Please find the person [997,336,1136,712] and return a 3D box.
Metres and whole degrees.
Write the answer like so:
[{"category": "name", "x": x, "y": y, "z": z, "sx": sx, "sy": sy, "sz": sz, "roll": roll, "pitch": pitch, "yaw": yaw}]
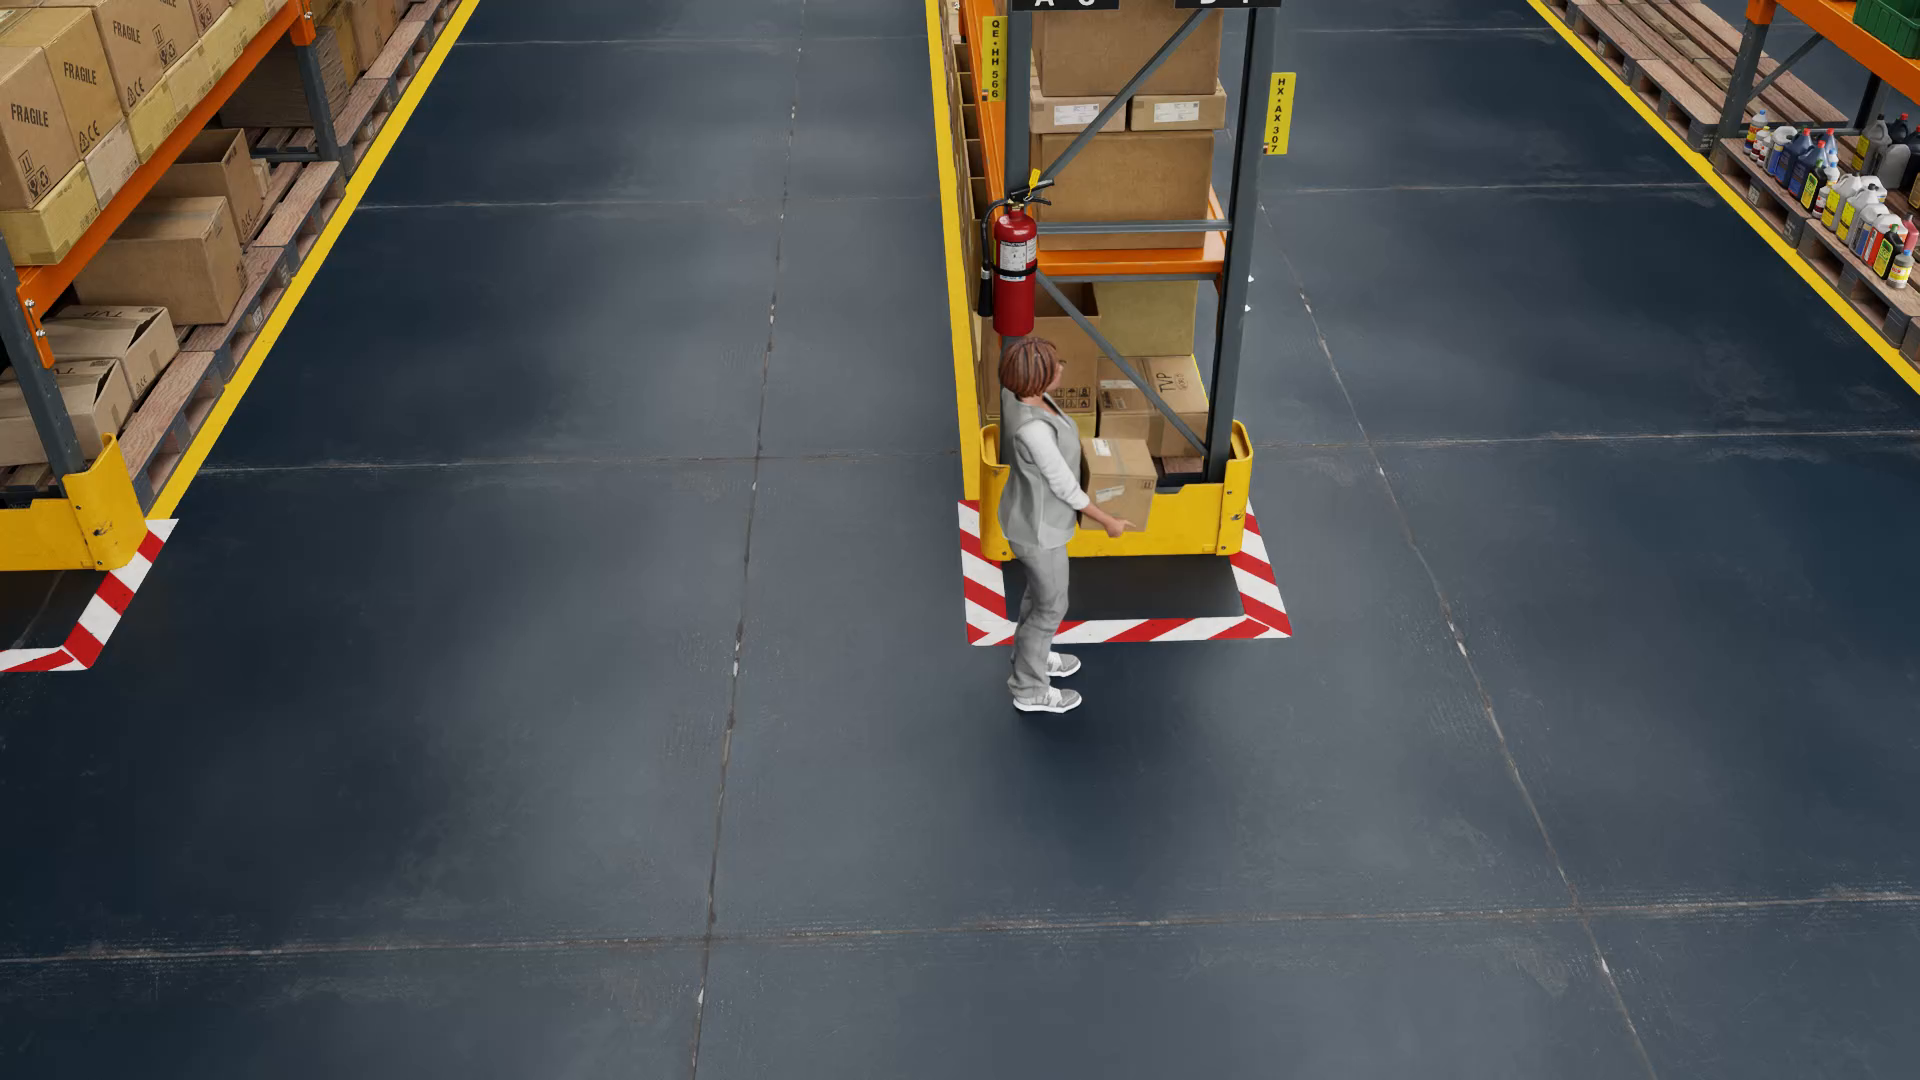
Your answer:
[{"category": "person", "x": 0.386, "y": -0.055, "z": 6.237, "sx": 0.497, "sy": 1.590, "sz": 0.404, "roll": -3, "pitch": 36, "yaw": -5}]
